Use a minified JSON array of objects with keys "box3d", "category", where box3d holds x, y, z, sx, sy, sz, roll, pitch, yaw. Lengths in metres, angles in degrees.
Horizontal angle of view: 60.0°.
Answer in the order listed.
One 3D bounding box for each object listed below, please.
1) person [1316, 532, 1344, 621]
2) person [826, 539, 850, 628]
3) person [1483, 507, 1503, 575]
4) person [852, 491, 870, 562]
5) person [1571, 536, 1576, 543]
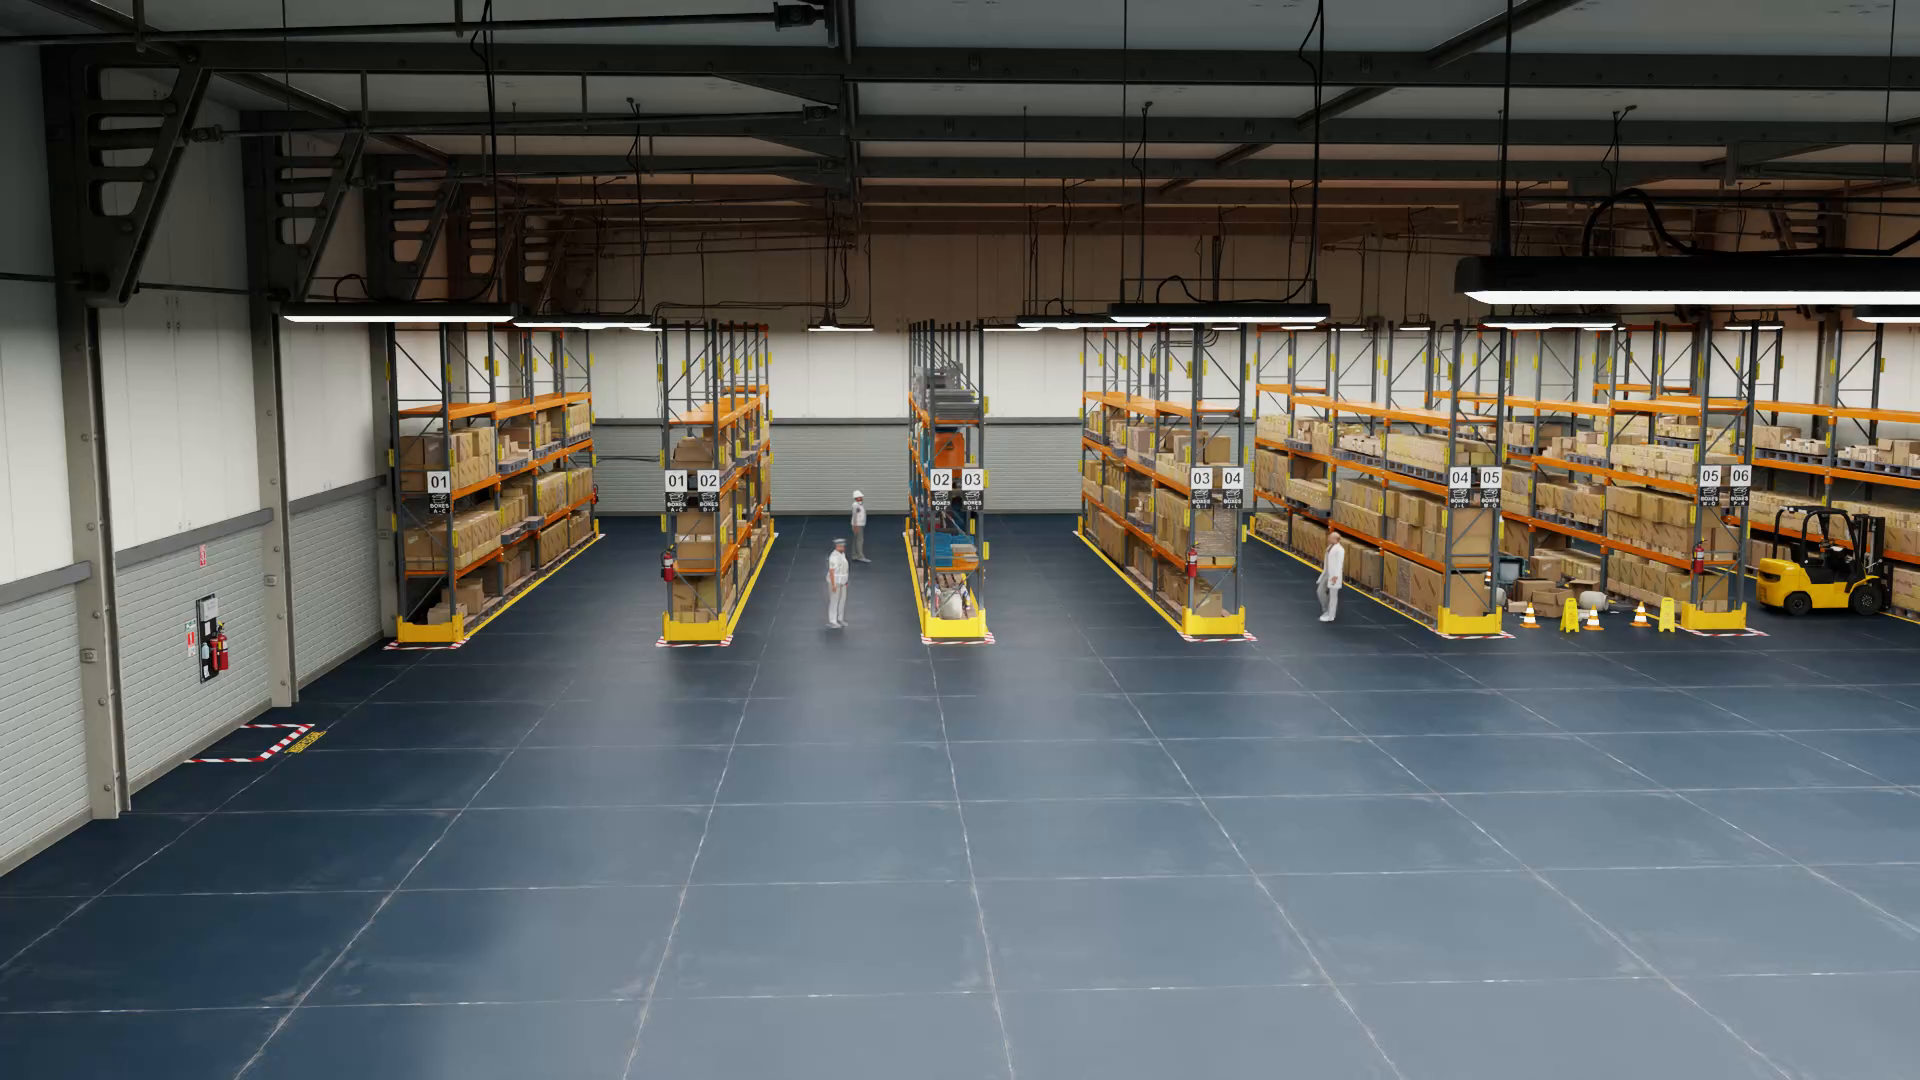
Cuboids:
[{"box3d":[7.427,0.751,33.357,0.531,1.821,0.602,-4,8,-32],"category":"person"},{"box3d":[-2.405,0.842,32.597,0.426,1.758,0.565,3,8,22],"category":"person"},{"box3d":[12.697,0.025,39.592,0.428,1.720,0.511,3,8,21],"category":"person"},{"box3d":[-2.505,-0.357,42.129,0.527,1.792,0.559,1,7,10],"category":"person"},{"box3d":[17.092,-0.712,45.820,0.370,1.555,0.946,5,9,35],"category":"person"}]
